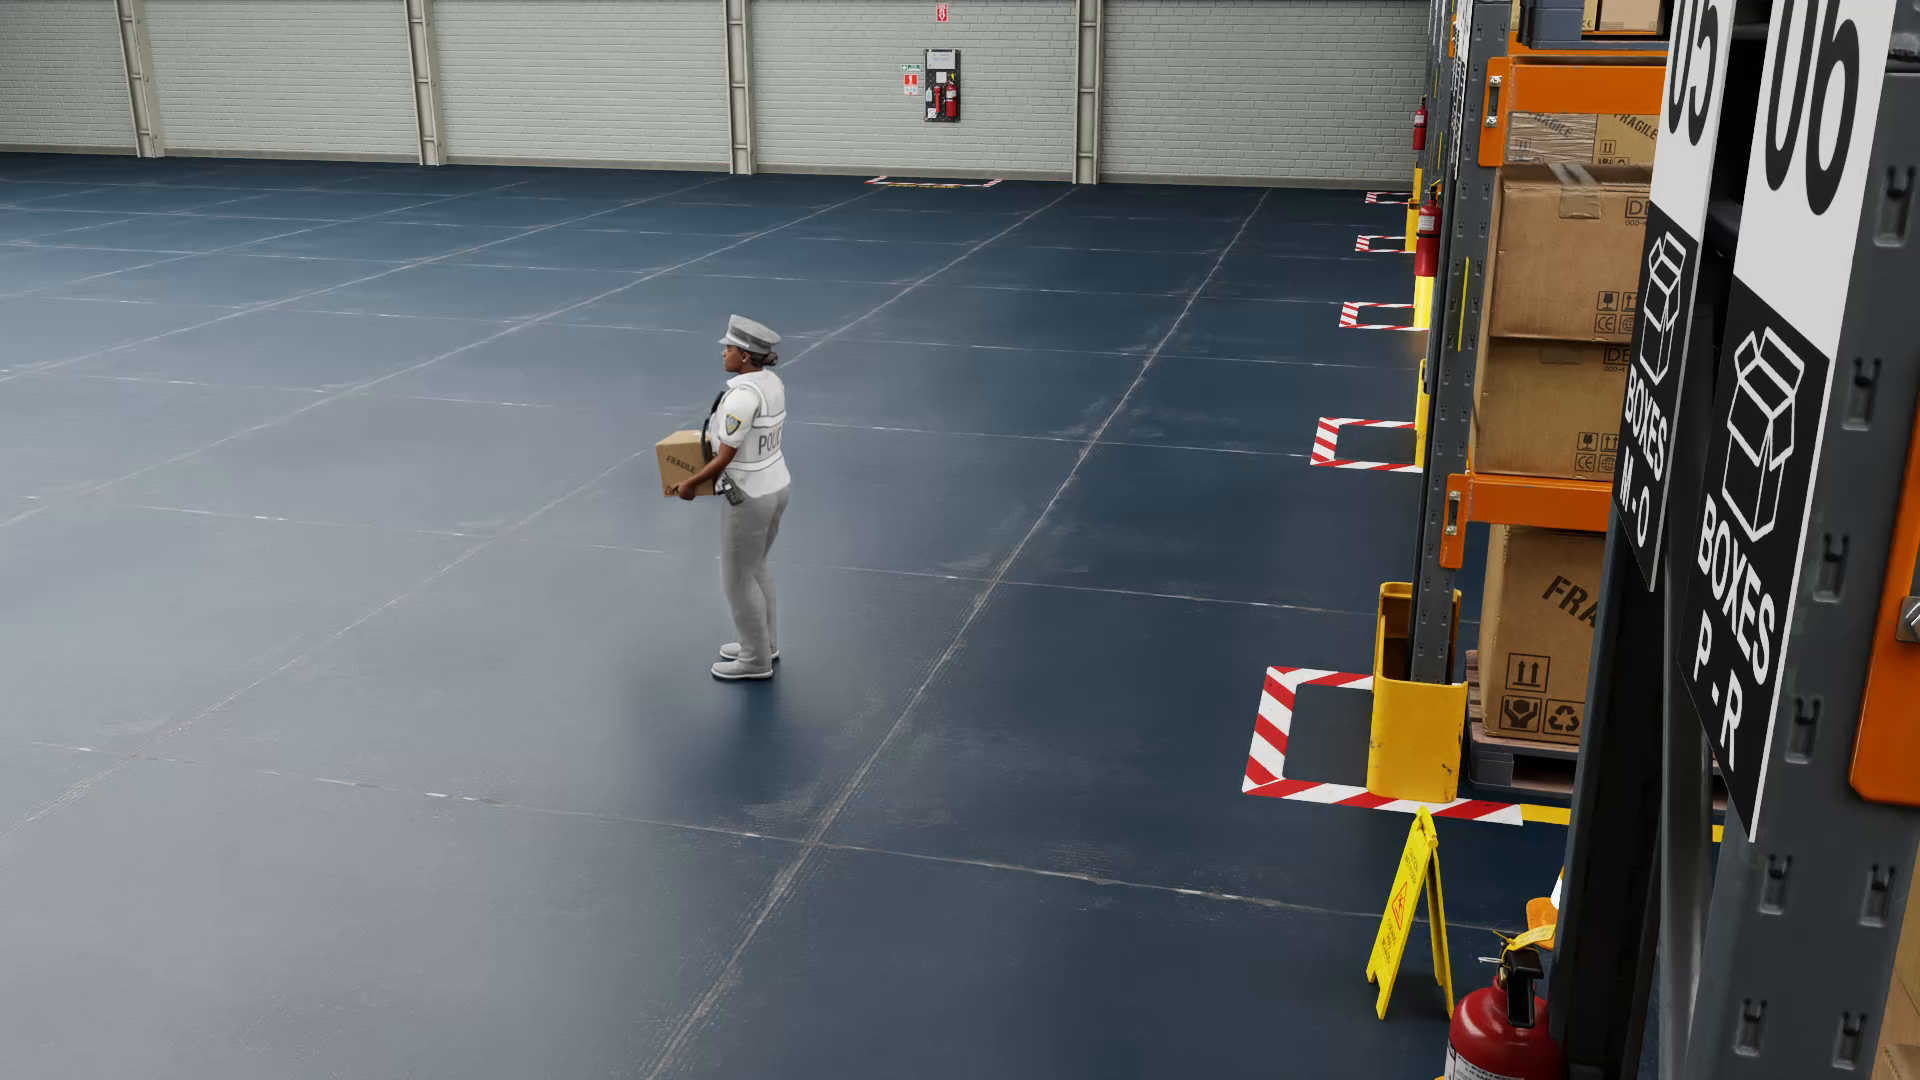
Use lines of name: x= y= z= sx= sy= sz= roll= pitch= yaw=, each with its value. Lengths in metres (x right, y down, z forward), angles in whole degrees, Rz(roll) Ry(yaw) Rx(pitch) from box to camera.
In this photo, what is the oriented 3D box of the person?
person: x=-1.040 y=-0.203 z=7.633 sx=0.510 sy=1.692 sz=0.448 roll=5 pitch=19 yaw=13
